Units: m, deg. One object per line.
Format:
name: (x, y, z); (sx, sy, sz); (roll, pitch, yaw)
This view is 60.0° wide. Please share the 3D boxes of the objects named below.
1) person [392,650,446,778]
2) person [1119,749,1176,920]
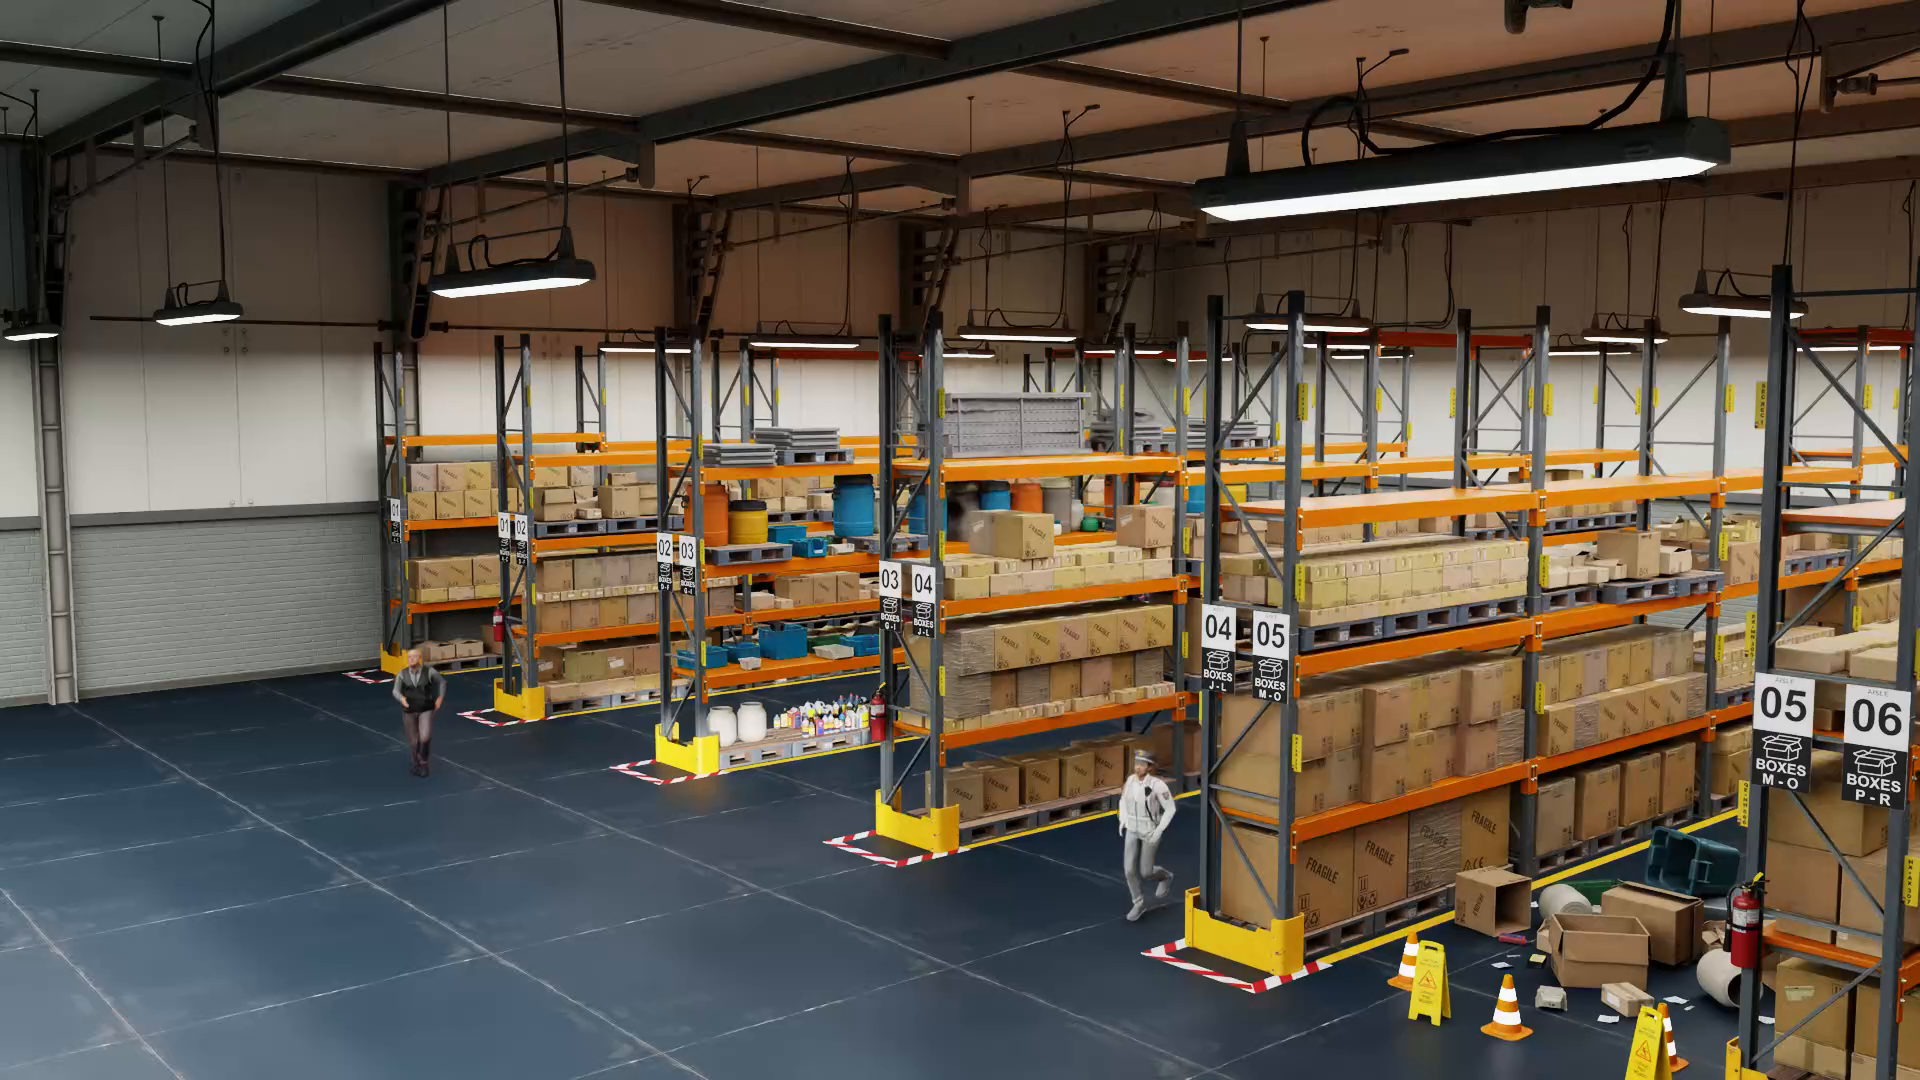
person: (-7.211, 2.313, 22.150); (0.667, 1.712, 0.686); (-1, 5, -9)
person: (1.838, 2.863, 16.379); (0.633, 1.672, 0.627); (4, 6, 35)
